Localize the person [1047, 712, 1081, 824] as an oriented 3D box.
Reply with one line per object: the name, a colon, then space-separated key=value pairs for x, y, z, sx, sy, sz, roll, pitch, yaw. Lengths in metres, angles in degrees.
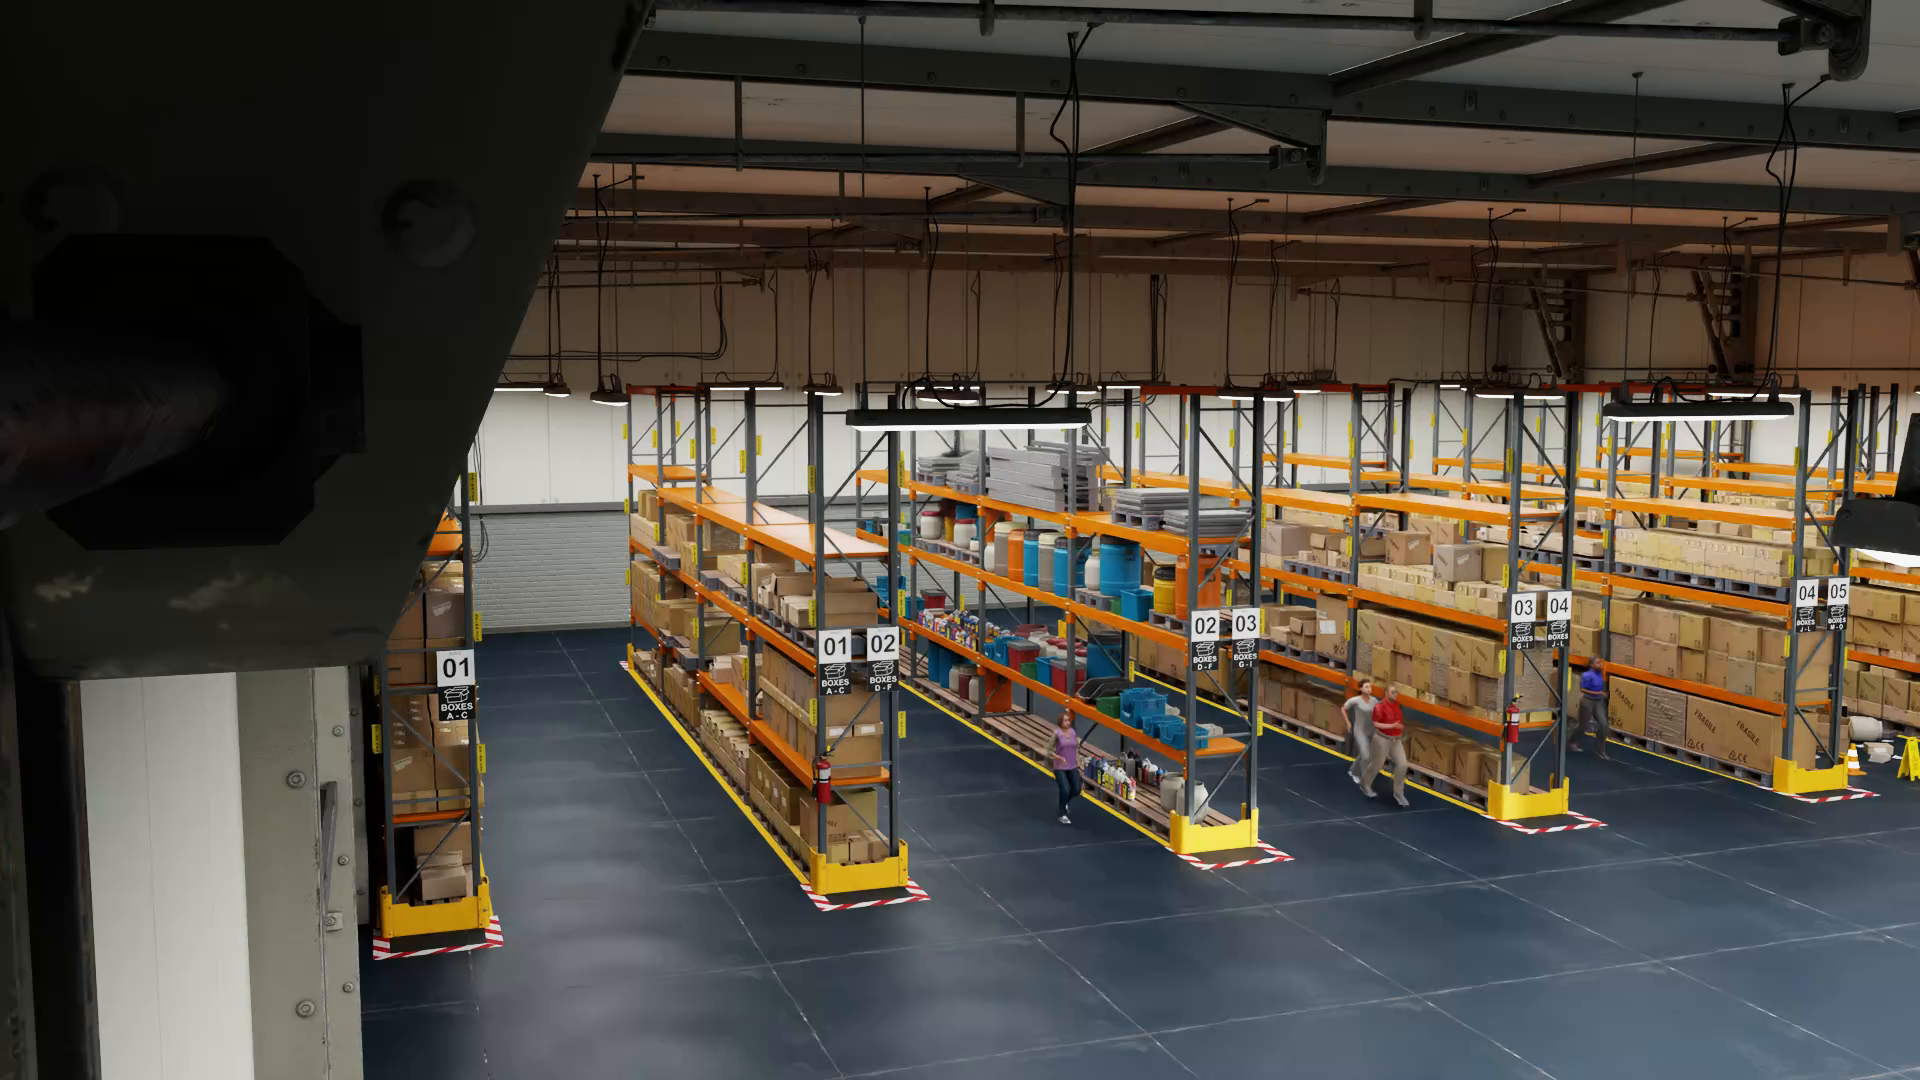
person: x=1.472 y=3.172 z=23.117 sx=0.530 sy=1.553 sz=0.551 roll=-3 pitch=6 yaw=-24

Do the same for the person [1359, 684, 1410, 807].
person: x=6.220 y=2.978 z=24.258 sx=0.603 sy=1.786 sz=0.866 roll=-3 pitch=7 yaw=-29

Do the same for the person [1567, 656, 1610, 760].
person: x=10.261 y=2.726 z=27.100 sx=0.563 sy=1.716 sz=0.767 roll=-3 pitch=7 yaw=-28

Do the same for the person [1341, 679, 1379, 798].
person: x=6.039 y=2.916 z=24.868 sx=0.550 sy=1.698 sz=0.878 roll=-2 pitch=6 yaw=-19
